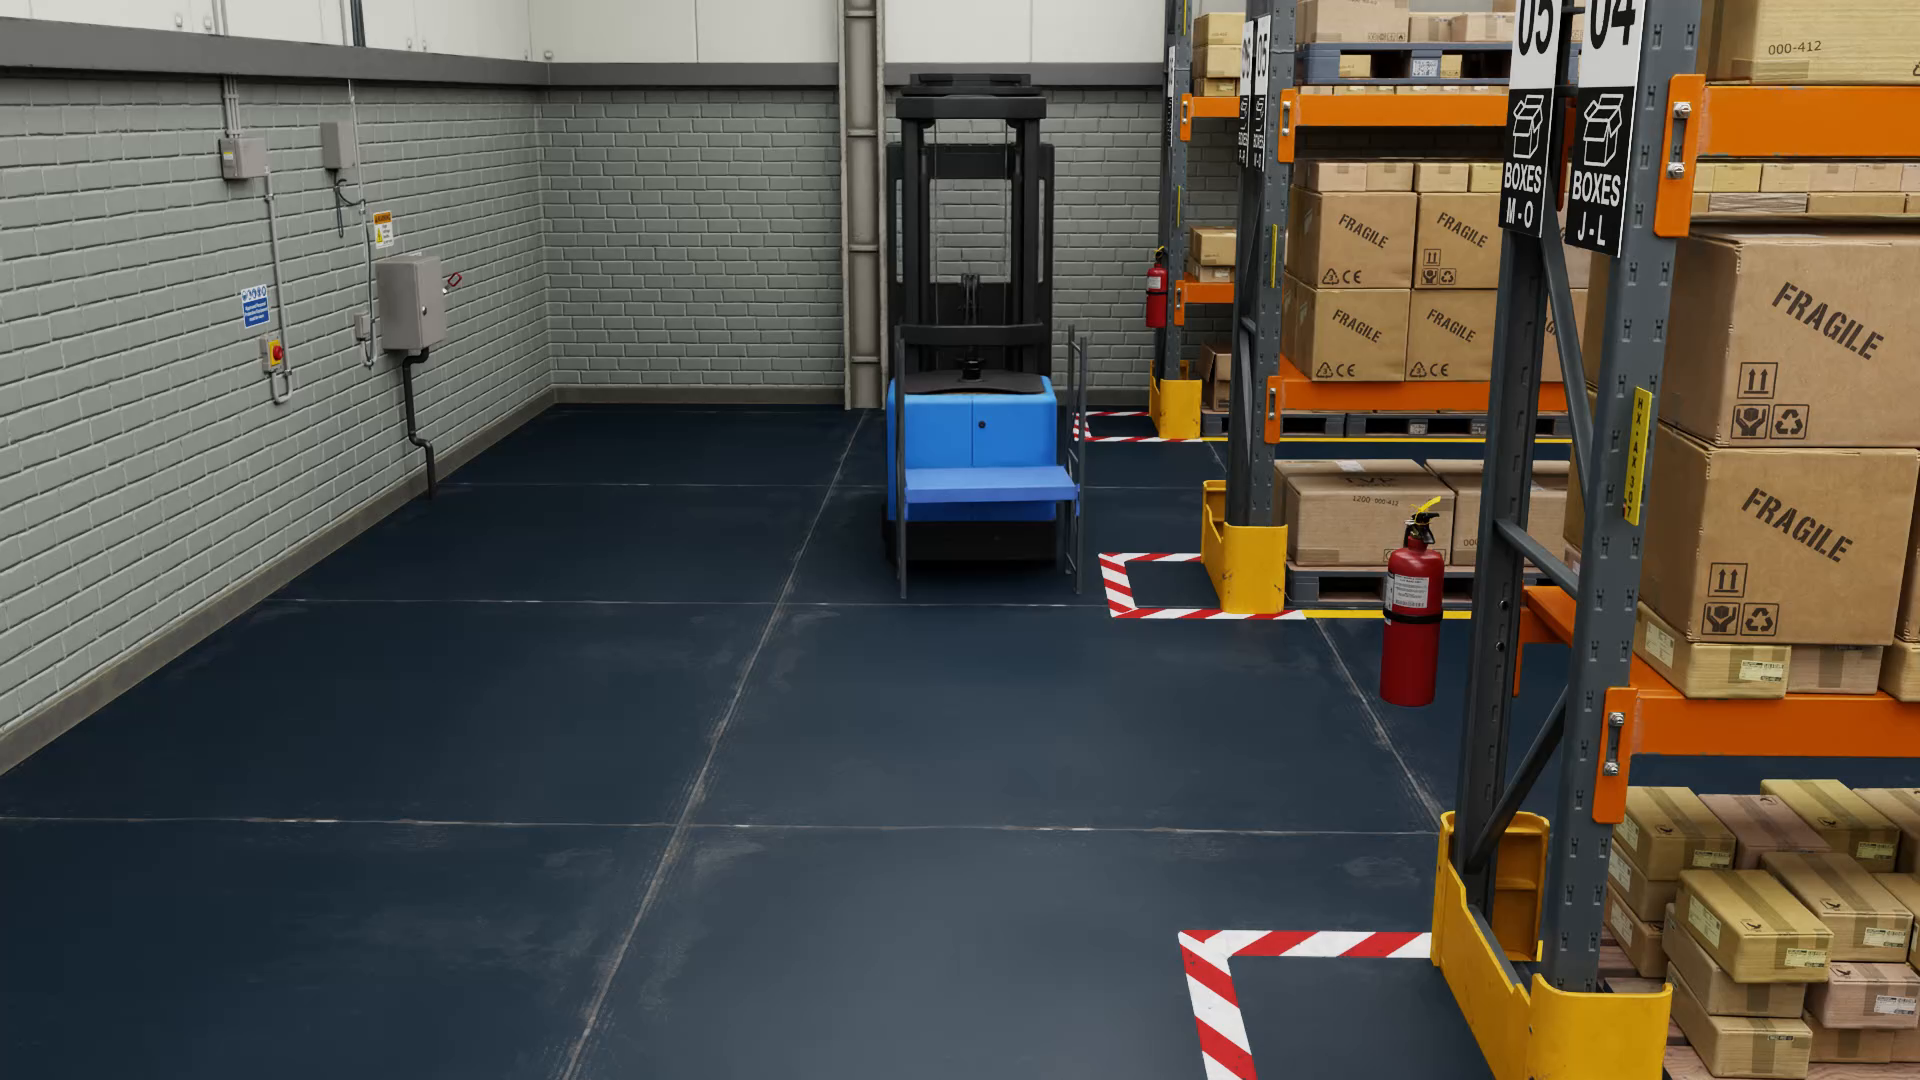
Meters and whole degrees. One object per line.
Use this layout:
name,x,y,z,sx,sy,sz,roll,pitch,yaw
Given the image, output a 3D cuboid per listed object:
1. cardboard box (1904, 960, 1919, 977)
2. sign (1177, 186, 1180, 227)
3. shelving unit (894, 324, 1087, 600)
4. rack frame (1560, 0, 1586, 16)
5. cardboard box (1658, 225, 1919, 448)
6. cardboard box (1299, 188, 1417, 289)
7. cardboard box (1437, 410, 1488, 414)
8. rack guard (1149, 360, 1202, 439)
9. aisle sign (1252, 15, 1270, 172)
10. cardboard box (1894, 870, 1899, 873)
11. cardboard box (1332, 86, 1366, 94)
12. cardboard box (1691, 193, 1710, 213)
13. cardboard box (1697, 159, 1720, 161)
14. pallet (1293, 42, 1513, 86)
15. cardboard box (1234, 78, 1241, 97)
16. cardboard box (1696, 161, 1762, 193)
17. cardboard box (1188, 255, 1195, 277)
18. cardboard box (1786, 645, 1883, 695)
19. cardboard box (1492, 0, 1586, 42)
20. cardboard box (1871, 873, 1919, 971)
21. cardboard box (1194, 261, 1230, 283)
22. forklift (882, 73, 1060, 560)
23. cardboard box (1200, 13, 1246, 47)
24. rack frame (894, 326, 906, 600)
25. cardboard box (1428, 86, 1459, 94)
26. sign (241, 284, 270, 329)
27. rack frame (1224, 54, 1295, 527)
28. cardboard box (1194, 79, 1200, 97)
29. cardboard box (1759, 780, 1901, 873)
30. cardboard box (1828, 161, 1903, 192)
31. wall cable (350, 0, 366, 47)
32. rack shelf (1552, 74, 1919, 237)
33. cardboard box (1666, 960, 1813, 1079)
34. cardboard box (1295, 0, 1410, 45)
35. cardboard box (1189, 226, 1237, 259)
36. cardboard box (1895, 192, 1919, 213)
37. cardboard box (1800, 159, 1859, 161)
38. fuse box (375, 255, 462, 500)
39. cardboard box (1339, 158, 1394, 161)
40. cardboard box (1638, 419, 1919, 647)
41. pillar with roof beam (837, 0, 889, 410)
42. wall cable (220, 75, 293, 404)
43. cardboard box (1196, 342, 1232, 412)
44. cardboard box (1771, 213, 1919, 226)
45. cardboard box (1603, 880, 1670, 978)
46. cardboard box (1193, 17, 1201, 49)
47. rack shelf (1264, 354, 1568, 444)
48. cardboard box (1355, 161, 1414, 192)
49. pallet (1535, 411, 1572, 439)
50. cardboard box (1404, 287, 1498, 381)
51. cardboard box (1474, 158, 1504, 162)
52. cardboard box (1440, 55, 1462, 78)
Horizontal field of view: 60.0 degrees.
cardboard box,2.690,1.173,4.697,0.250,0.149,0.380,1,15,2
sign,1.788,-2.732,13.618,0.005,0.325,0.100,0,15,1
shelving unit,0.162,-0.459,9.624,1.048,1.500,0.538,-1,16,-5
rack frame,1.654,-2.824,3.902,0.127,3.000,1.000,0,15,1
cardboard box,2.096,-0.528,4.222,0.500,0.500,0.500,0,15,1
cardboard box,2.152,-1.642,9.027,0.500,0.500,0.500,0,15,0
cardboard box,4.303,-1.396,14.327,0.500,0.500,0.700,0,15,-1
rack guard,1.878,-1.243,14.570,0.348,0.500,1.175,0,15,1
aisle sign,1.600,-2.369,8.845,0.004,0.787,0.394,0,15,1
cardboard box,2.974,1.070,5.086,0.250,0.149,0.380,0,15,1
cardboard box,3.142,-3.691,13.561,0.250,0.149,0.380,0,15,1
cardboard box,3.682,-1.636,9.005,0.500,0.500,0.500,0,15,2
cardboard box,4.091,-2.069,9.375,0.250,0.149,0.380,0,15,1
pallet,2.421,-2.591,9.075,1.213,0.211,1.003,0,15,1
cardboard box,2.378,-3.724,13.688,0.250,0.149,0.380,1,15,2
cardboard box,4.085,-1.951,8.926,0.250,0.149,0.380,0,15,0
cardboard box,2.140,-2.397,14.536,0.250,0.149,0.380,0,15,1
cardboard box,2.225,0.275,4.409,0.250,0.149,0.380,1,15,3
cardboard box,3.174,-2.822,8.932,0.500,0.311,0.500,1,15,2
cardboard box,2.696,1.060,4.540,0.250,0.149,0.380,0,15,1
cardboard box,2.124,-2.258,14.012,0.250,0.149,0.380,0,15,1
forklift,0.064,-1.612,11.204,1.130,2.935,3.031,0,15,0
cardboard box,2.239,-4.148,13.534,0.500,0.250,0.500,0,15,1
rack frame,-0.344,-0.448,9.582,0.032,1.500,0.500,-1,16,-5
cardboard box,3.894,-3.684,13.536,0.250,0.149,0.380,1,15,3
sign,-4.021,-1.335,9.492,0.001,0.218,0.327,0,15,1
rack frame,1.679,-1.186,9.455,0.127,3.000,1.000,0,15,1
cardboard box,2.128,-3.838,14.118,0.250,0.149,0.380,1,15,3
cardboard box,2.701,0.889,5.189,0.250,0.149,0.380,0,15,0
cardboard box,4.852,-1.960,8.960,0.250,0.149,0.380,0,15,1
wall cable,-3.884,-4.972,11.972,0.133,3.039,2.988,0,15,1
rack shelf,3.653,-1.012,4.327,4.000,0.370,1.077,0,15,1
cardboard box,2.169,1.338,4.655,0.250,0.149,0.380,1,15,3
cardboard box,2.131,-2.835,9.101,0.500,0.250,0.500,-1,15,-4
cardboard box,2.269,-2.588,14.479,0.500,0.250,0.500,1,15,3
cardboard box,5.199,-1.624,8.961,0.500,0.500,0.500,0,15,1
cardboard box,4.856,-2.062,9.348,0.250,0.149,0.380,0,15,1
fuse box,-3.759,-1.128,11.763,0.414,1.711,0.539,0,15,1
cardboard box,2.297,-2.085,9.434,0.250,0.149,0.380,1,15,2
cardboard box,2.095,-0.042,4.339,0.500,0.500,0.500,1,15,4
pillar with roof beam,-0.980,-4.502,10.264,0.400,9.000,9.100,0,15,1
wall cable,-3.958,-1.723,9.438,0.123,1.953,0.585,0,15,1
cardboard box,2.411,-1.420,14.411,0.637,0.503,0.797,0,15,-1
cardboard box,2.624,-0.656,4.706,0.500,0.500,0.500,0,15,0
cardboard box,2.185,1.203,5.166,0.250,0.149,0.380,1,15,2
cardboard box,2.254,-4.283,14.047,0.500,0.250,0.500,0,15,0
rack shelf,3.679,-0.825,9.497,4.000,0.370,1.077,0,15,1
cardboard box,2.291,-1.975,9.018,0.250,0.149,0.380,1,15,3
pallet,5.114,-1.082,14.528,1.213,0.211,1.003,0,15,1
cardboard box,2.658,-1.162,9.167,0.500,0.500,0.500,0,15,1
cardboard box,3.068,-2.072,9.388,0.250,0.149,0.380,0,15,1
cardboard box,3.776,-3.899,13.569,0.500,0.250,0.500,0,15,1
